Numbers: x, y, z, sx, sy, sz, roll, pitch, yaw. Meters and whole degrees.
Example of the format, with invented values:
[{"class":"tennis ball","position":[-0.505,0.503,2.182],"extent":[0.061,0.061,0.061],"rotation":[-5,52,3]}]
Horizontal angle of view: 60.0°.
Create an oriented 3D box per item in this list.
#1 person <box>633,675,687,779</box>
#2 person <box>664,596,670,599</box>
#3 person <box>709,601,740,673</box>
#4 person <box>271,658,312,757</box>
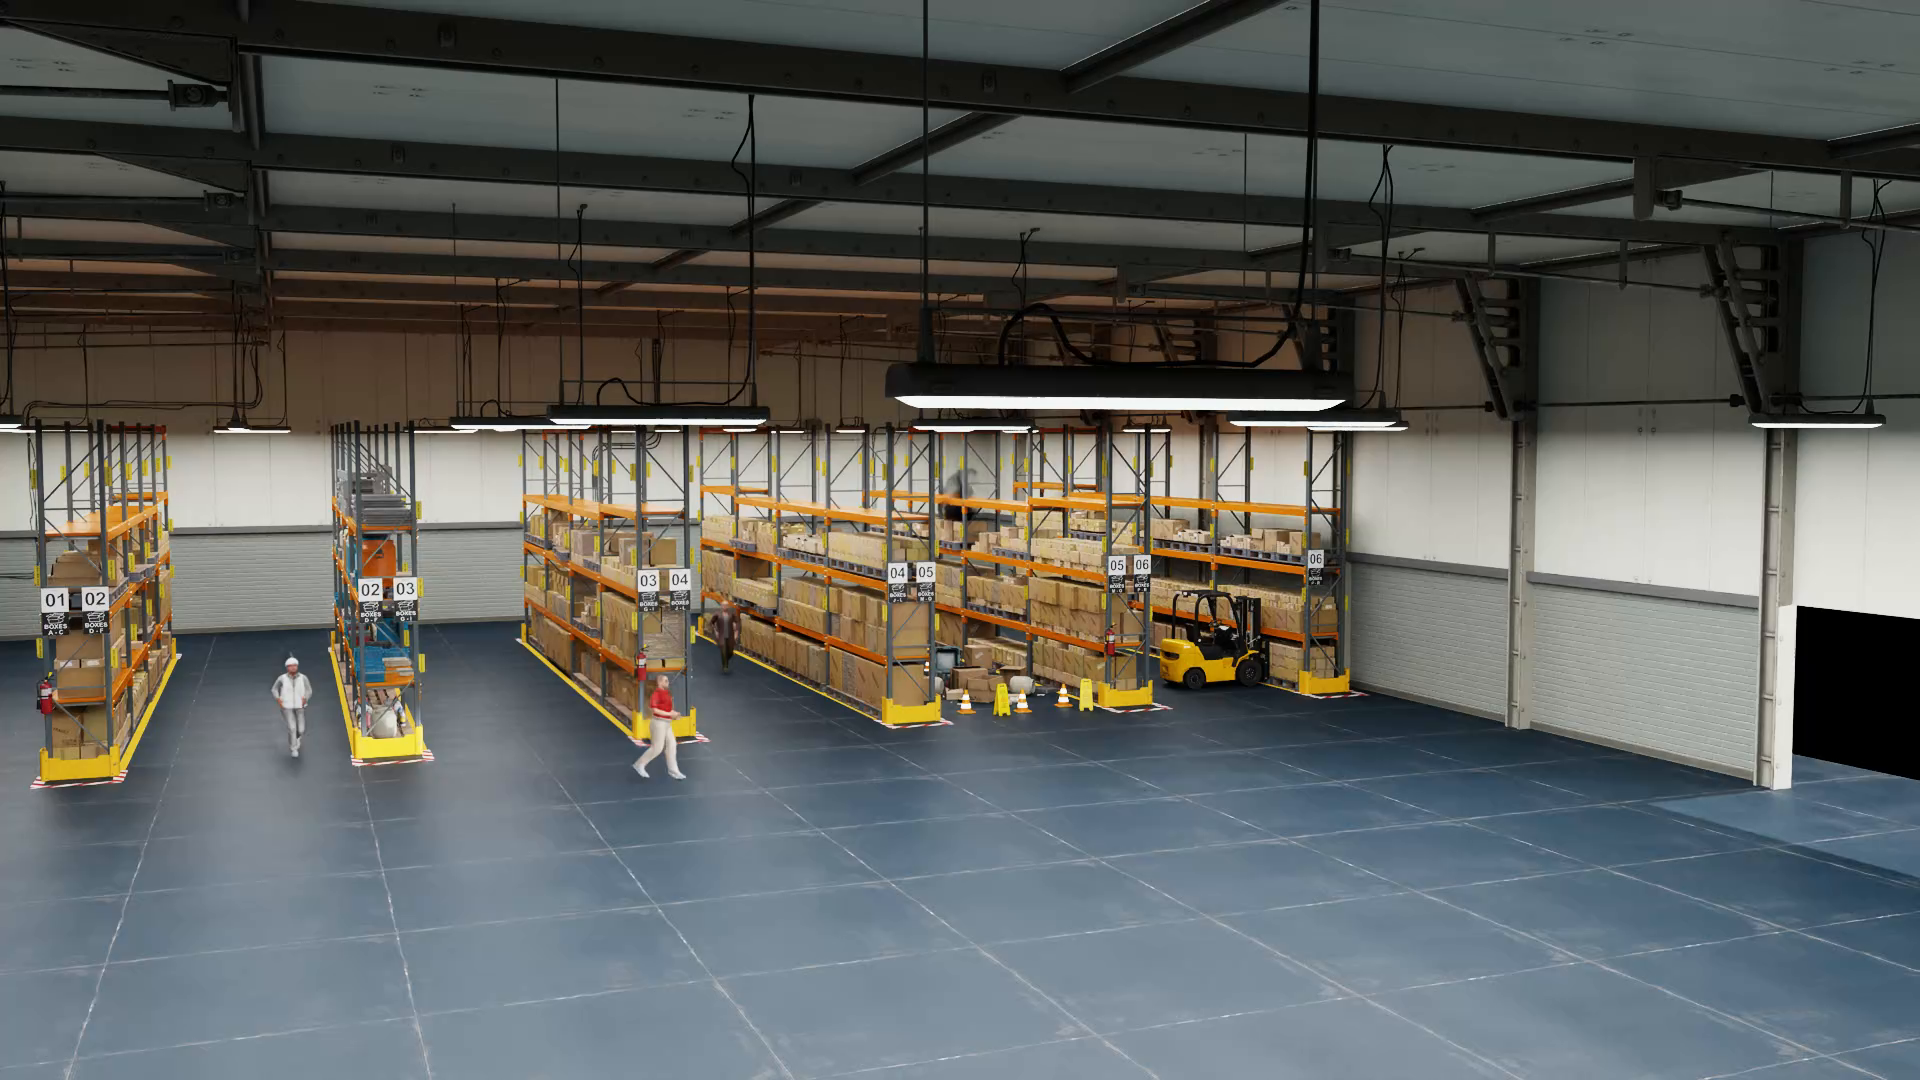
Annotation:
[{"class":"person","position":[-5.013,3.126,27.759],"extent":[0.874,1.762,0.683],"rotation":[0,4,7]},{"class":"person","position":[-8.369,1.984,46.811],"extent":[0.672,1.675,0.808],"rotation":[-1,4,-14]},{"class":"person","position":[-5.695,2.335,40.272],"extent":[0.752,1.734,0.774],"rotation":[-1,4,-17]},{"class":"person","position":[-12.008,2.982,29.894],"extent":[0.681,1.748,0.701],"rotation":[-2,4,-31]}]
